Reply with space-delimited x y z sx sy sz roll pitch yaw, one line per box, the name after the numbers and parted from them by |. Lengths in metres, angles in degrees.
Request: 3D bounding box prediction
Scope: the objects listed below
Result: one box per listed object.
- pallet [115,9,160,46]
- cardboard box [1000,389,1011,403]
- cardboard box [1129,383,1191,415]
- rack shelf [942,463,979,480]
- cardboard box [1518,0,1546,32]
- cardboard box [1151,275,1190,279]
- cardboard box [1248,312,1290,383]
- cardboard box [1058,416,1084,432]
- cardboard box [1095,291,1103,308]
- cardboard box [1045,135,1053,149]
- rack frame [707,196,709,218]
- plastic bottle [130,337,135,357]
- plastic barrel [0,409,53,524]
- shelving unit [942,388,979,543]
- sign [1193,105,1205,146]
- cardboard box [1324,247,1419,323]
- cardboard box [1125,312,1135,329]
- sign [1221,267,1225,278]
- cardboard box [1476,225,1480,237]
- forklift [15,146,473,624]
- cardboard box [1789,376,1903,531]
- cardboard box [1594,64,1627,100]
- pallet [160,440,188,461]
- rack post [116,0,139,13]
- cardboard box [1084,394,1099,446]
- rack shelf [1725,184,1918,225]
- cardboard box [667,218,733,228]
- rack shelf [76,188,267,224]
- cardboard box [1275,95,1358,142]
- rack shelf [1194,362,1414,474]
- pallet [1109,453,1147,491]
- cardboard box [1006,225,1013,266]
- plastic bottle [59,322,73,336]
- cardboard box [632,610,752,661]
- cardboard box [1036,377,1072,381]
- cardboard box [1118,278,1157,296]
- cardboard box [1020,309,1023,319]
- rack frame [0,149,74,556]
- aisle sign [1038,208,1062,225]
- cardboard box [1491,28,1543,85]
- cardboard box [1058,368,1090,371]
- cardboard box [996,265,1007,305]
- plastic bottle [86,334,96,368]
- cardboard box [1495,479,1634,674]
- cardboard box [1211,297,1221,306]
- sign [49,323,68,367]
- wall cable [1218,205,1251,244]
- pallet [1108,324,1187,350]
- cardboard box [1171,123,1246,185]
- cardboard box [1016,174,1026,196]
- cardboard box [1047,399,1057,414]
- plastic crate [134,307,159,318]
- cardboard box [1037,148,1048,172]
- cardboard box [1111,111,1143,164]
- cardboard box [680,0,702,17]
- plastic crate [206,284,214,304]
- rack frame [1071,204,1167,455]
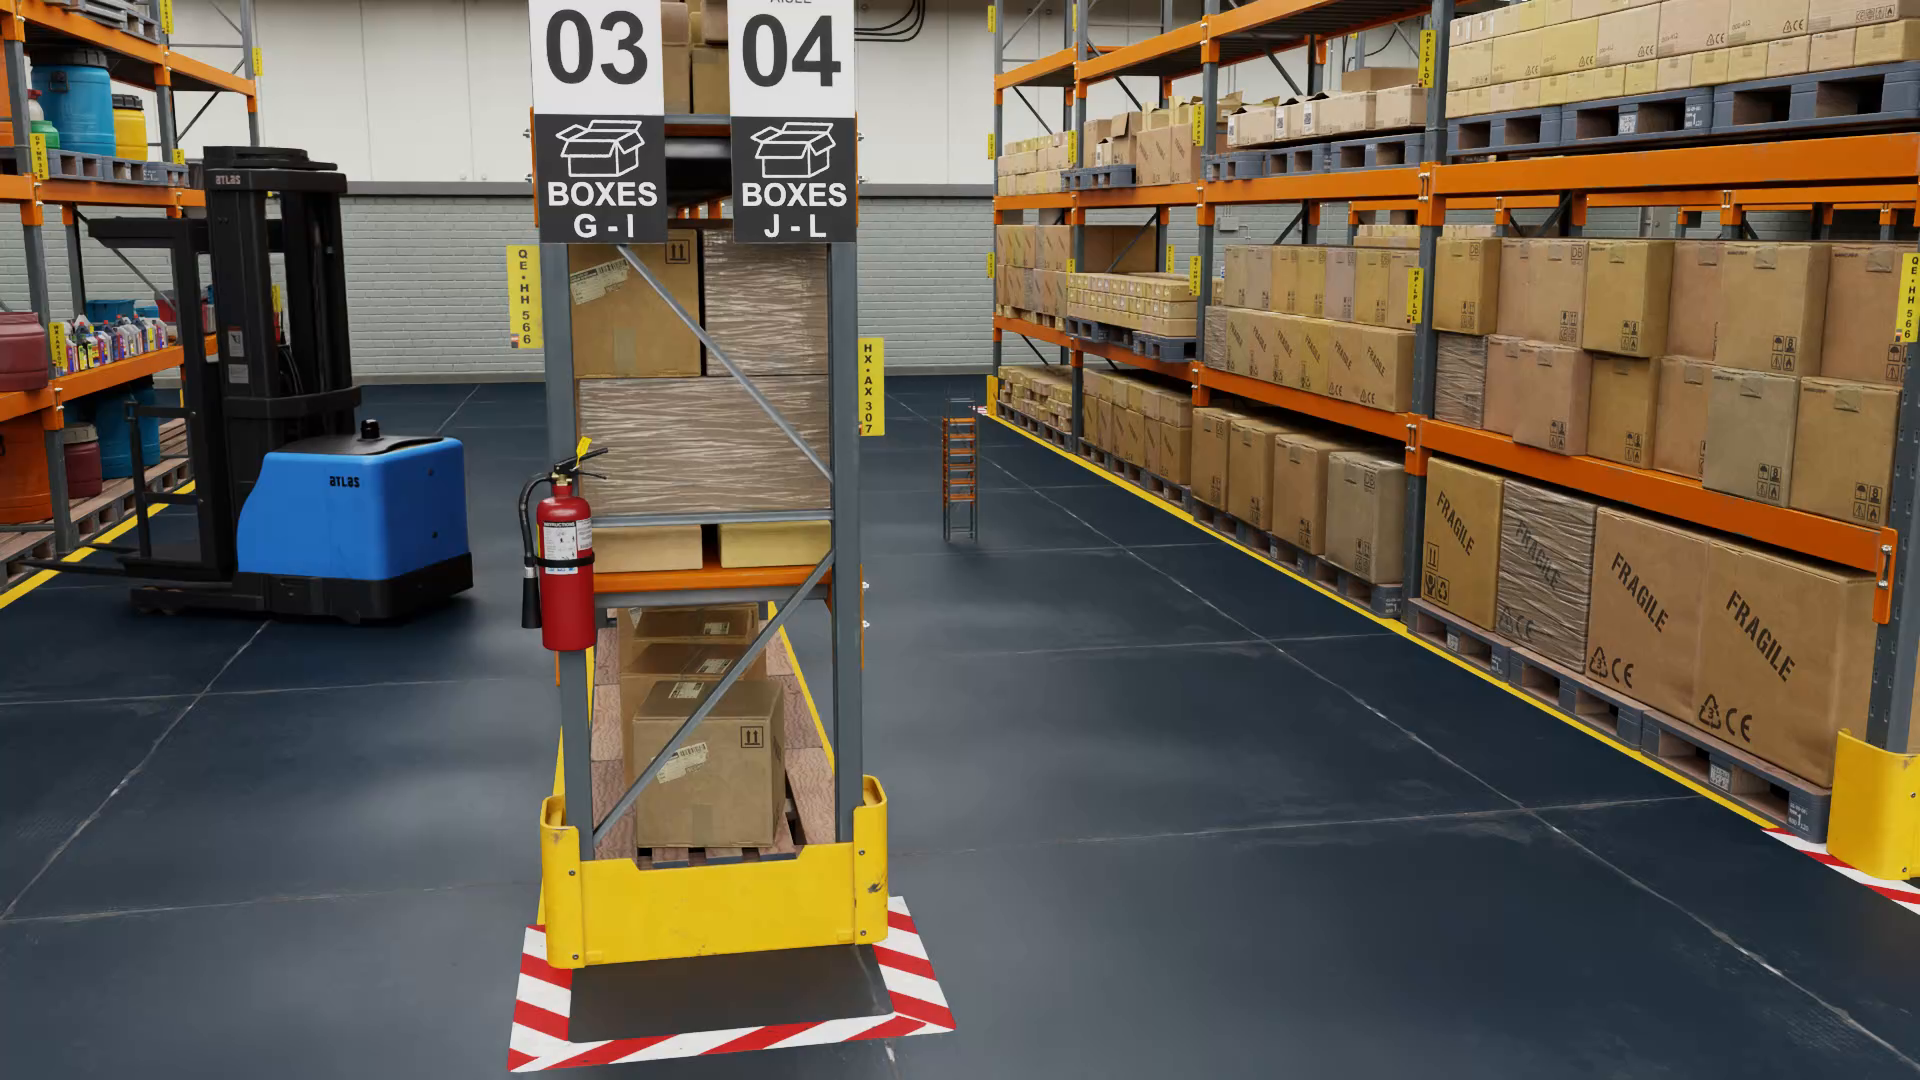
-7.837 -4.593 14.835 1.003 0.211 1.213 -2 11 -11 | pallet
0.725 -1.859 21.445 0.380 0.149 0.250 -2 11 -10 | cardboard box
1.911 -1.343 15.786 0.500 0.250 0.500 -2 11 -10 | cardboard box
0.003 -0.543 13.079 0.258 0.103 0.180 -2 11 -11 | rack shelf
3.158 -2.739 8.690 0.380 0.149 0.250 -2 11 -12 | cardboard box
2.138 -2.592 16.747 0.380 0.149 0.250 -2 11 -11 | cardboard box
2.515 -1.465 12.606 0.500 0.500 0.500 -2 11 -11 | cardboard box
1.305 -1.293 18.469 0.380 0.149 0.250 -2 11 -10 | cardboard box
1.550 -2.376 16.410 0.380 0.149 0.250 -2 11 -9 | cardboard box
1.176 -4.507 18.831 0.380 0.149 0.250 -3 11 -13 | cardboard box
-2.391 -1.532 13.225 1.000 3.000 0.127 -2 11 -11 | rack frame
-7.389 -1.723 14.759 0.097 0.201 0.097 0 11 0 | plastic bottle
-7.362 -0.581 12.910 0.600 0.830 0.708 -2 11 -11 | plastic barrel
0.003 -0.587 13.070 0.258 1.200 0.189 -2 11 -11 | shelving unit
1.961 -3.402 13.644 0.100 0.325 0.005 -2 11 -11 | sign
2.969 -1.779 11.577 0.700 0.500 0.500 -2 11 -11 | cardboard box
1.751 -2.039 15.434 0.380 0.149 0.250 -3 11 -14 | cardboard box
4.595 -4.535 28.280 0.327 0.218 0.001 -2 11 -11 | sign
6.235 -3.582 19.320 0.380 0.149 0.250 -2 11 -10 | cardboard box
-4.841 -1.052 10.886 3.031 2.935 1.130 3 11 16 | forklift
3.933 -0.367 6.701 0.875 0.550 0.550 -2 11 -11 | cardboard box
3.305 -2.208 8.033 0.380 0.149 0.250 -2 11 -10 | cardboard box
-8.209 -0.849 17.095 1.003 0.211 1.213 -2 11 -11 | pallet
-7.895 -4.840 14.761 0.937 0.300 0.954 -2 11 -12 | rack post
1.599 -1.261 17.361 0.500 0.500 0.500 -2 11 -9 | cardboard box
7.718 -2.646 12.978 1.077 0.370 4.000 -2 11 -11 | rack shelf
-1.631 -1.450 10.067 1.000 1.000 1.000 -2 11 -11 | cardboard box
-8.417 -3.573 17.847 1.077 0.370 4.000 -2 11 -11 | rack shelf
2.616 -3.052 12.037 0.500 0.311 0.500 -2 11 -12 | cardboard box
2.883 -0.974 12.215 1.077 0.370 4.000 -2 11 -11 | rack shelf
2.109 -0.691 16.262 1.003 0.211 1.213 -2 11 -11 | pallet
0.869 -3.663 20.685 0.500 0.500 0.500 -2 11 -9 | cardboard box
-8.240 -1.859 15.273 0.152 0.276 0.135 -2 11 -11 | plastic bottle
-1.193 0.618 7.492 0.500 0.500 0.500 -1 11 -6 | cardboard box
1.124 -1.868 19.897 0.380 0.149 0.250 -2 11 -11 | cardboard box
1.699 -2.380 15.635 0.380 0.149 0.250 -2 11 -8 | cardboard box
0.954 -2.828 20.702 0.380 0.149 0.250 -2 11 -8 | cardboard box
-7.250 -1.352 12.278 1.000 3.000 0.127 -2 11 -11 | rack frame
1.218 -4.463 21.668 0.394 0.787 0.004 -2 11 -11 | aisle sign
3.192 -2.570 8.867 0.500 0.250 0.500 -2 11 -11 | cardboard box
1.457 -2.081 21.015 0.380 0.149 0.250 -2 11 -12 | cardboard box
0.754 -3.264 21.261 0.500 0.500 0.500 -2 11 -8 | cardboard box
-7.173 -1.554 13.683 0.097 0.271 0.097 0 11 0 | plastic bottle
3.504 0.160 8.893 0.875 0.875 0.875 -2 11 -11 | cardboard box
2.487 -2.118 15.053 0.380 0.149 0.250 -2 11 -13 | cardboard box
-6.711 -1.454 12.375 0.100 0.325 0.005 -2 11 -11 | sign
4.654 -4.908 28.158 0.585 1.953 0.123 -2 11 -11 | wall cable
2.068 -1.961 15.993 1.003 0.211 1.213 -2 11 -11 | pallet
2.133 -3.312 14.287 0.500 0.500 0.500 -2 11 -11 | cardboard box
0.985 -4.279 20.034 0.500 0.250 0.500 -2 11 -13 | cardboard box
1.208 -1.524 18.885 0.380 0.149 0.250 -3 11 -13 | cardboard box
-8.766 -2.413 18.138 0.416 0.233 0.300 -2 11 -11 | plastic crate
1.181 -4.340 19.017 0.500 0.250 0.500 -2 11 -9 | cardboard box
1.887 -3.870 16.086 0.797 0.503 0.637 -2 11 -12 | cardboard box
-0.859 -2.262 6.634 0.500 0.500 0.500 -2 11 -11 | cardboard box
-8.557 -2.812 19.691 0.616 0.435 0.499 -2 11 -11 | plastic crate
1.716 -2.428 17.929 1.000 3.000 0.127 -2 11 -11 | rack frame
